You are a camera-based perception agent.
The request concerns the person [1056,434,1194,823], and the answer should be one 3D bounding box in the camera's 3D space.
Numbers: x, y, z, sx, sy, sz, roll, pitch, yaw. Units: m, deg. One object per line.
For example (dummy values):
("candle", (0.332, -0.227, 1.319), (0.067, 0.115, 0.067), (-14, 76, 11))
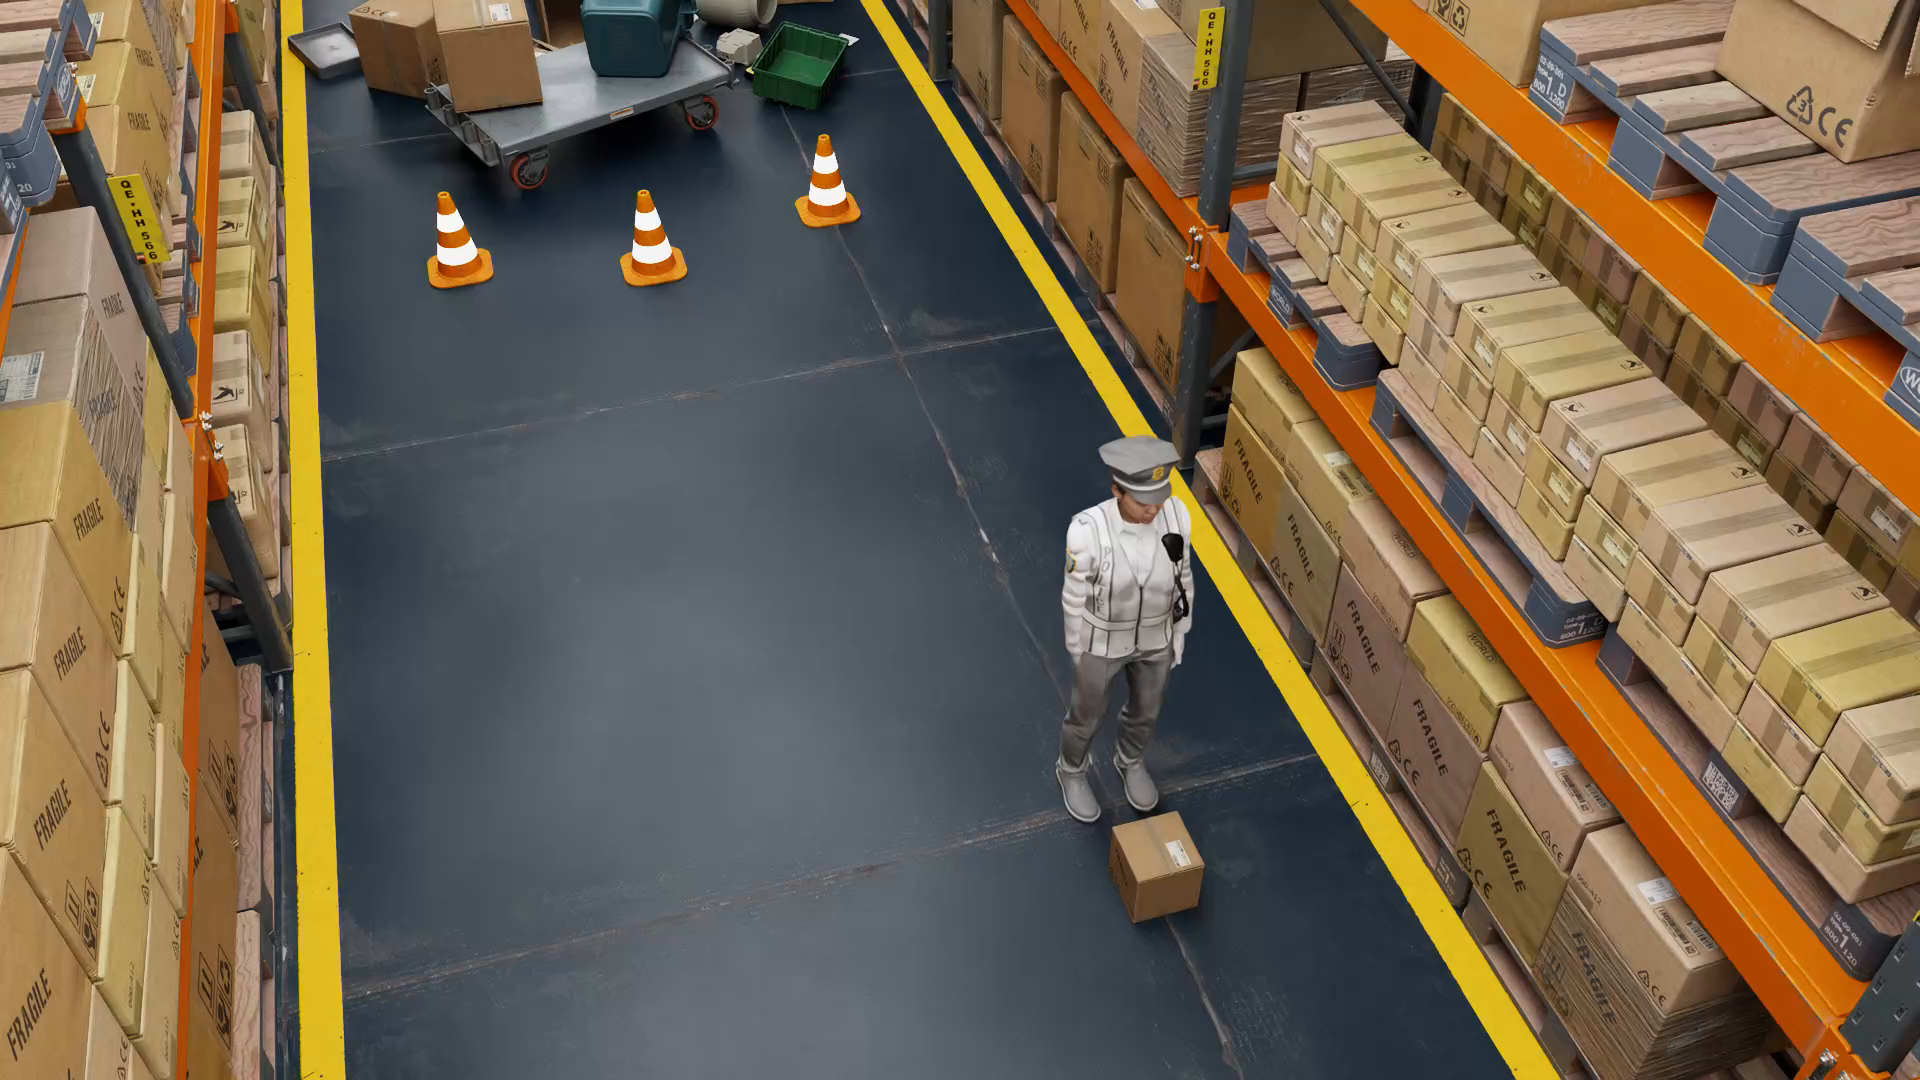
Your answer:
("person", (0.582, 0.341, 5.784), (0.466, 1.673, 0.333), (-11, 44, -12))
